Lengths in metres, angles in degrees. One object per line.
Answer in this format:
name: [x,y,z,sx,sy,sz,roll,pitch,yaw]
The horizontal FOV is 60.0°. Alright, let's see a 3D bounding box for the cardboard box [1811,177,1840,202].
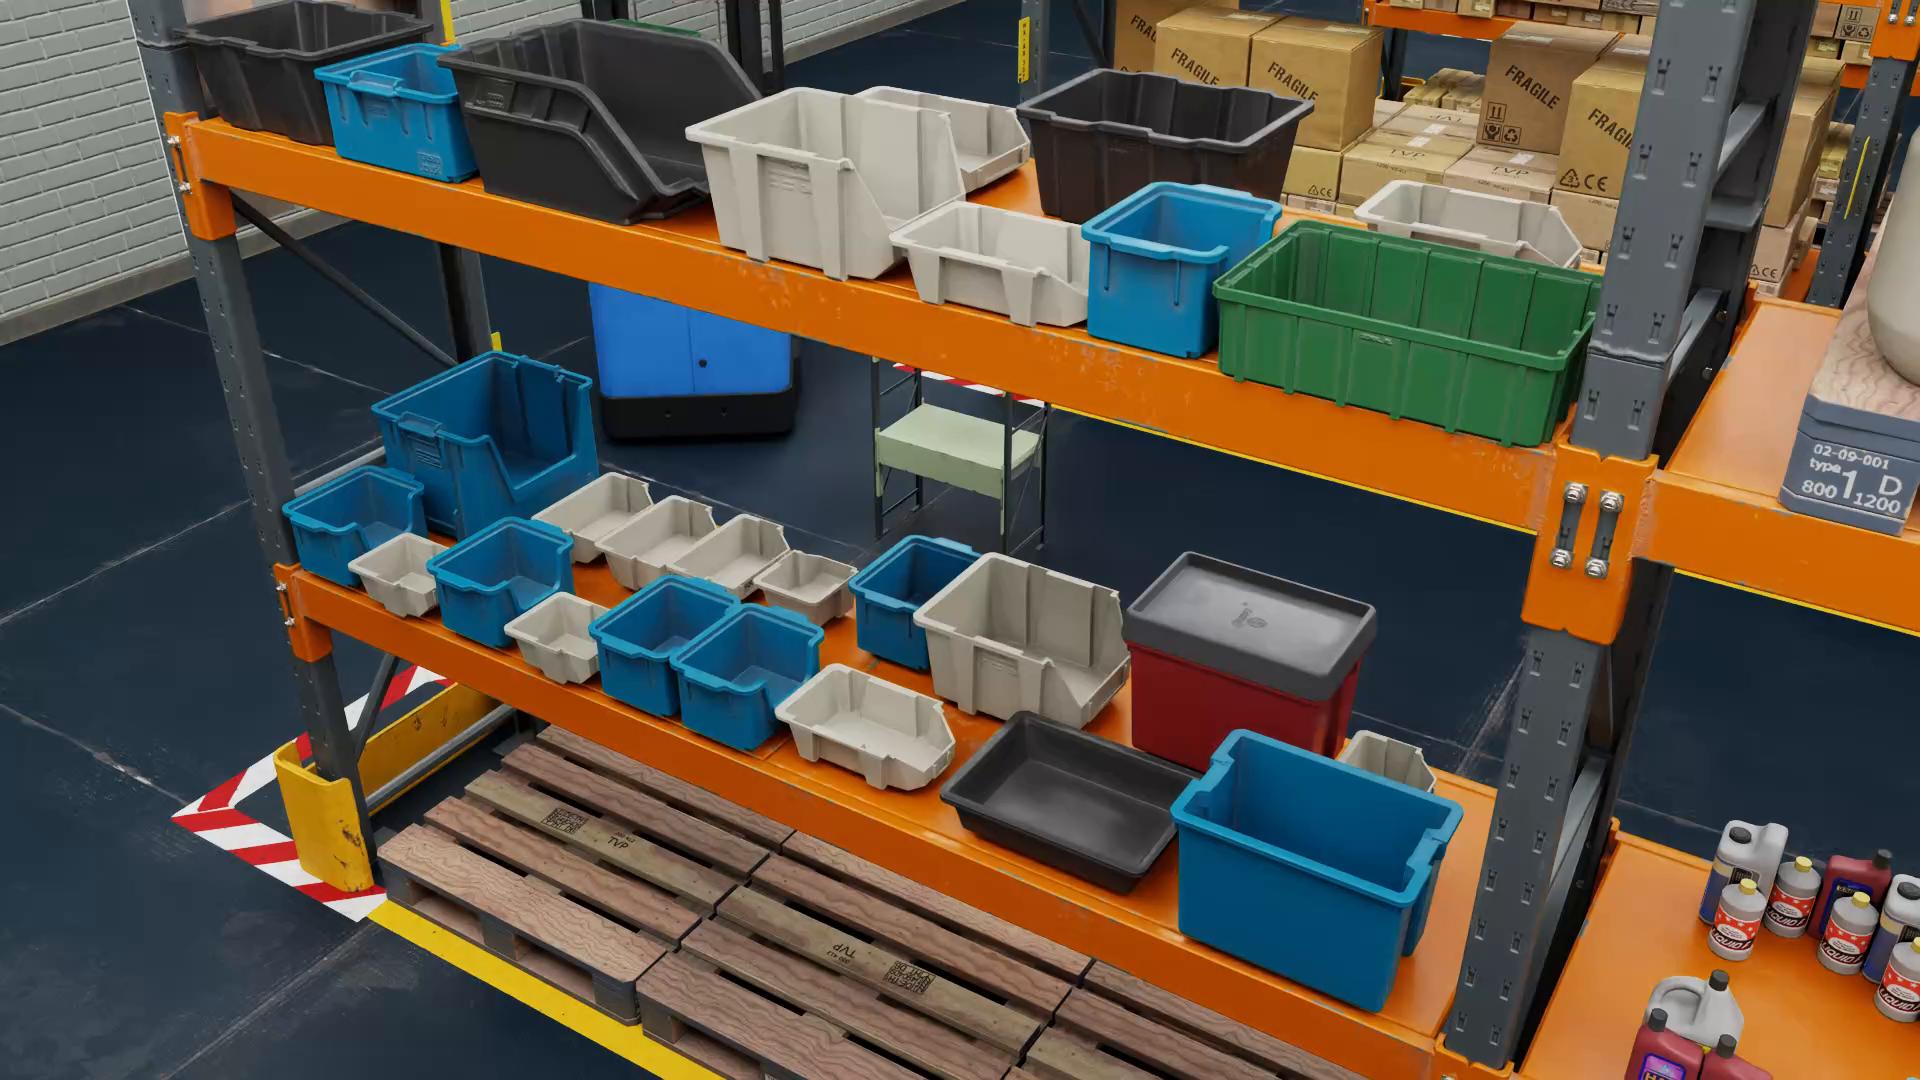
cardboard box: [6.075,-2.519,11.708,0.250,0.149,0.380,16,34,25]

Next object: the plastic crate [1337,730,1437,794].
plastic crate: [1.073,0.682,4.307,0.243,0.136,0.396,18,35,27]

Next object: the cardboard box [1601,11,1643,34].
cardboard box: [4.807,-3.765,11.976,0.250,0.149,0.380,19,35,29]

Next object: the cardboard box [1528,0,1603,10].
cardboard box: [4.467,-4.160,12.010,0.500,0.500,0.500,18,35,28]

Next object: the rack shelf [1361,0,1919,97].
rack shelf: [5.053,-3.649,12.243,4.000,0.370,1.077,18,35,27]

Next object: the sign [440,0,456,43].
sign: [-1.718,-1.782,5.455,0.005,0.325,0.100,18,35,27]

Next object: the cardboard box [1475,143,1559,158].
cardboard box: [2.905,-1.908,8.397,0.500,0.250,0.500,18,35,29]

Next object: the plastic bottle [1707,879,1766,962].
plastic bottle: [1.846,0.891,3.943,0.097,0.201,0.097,0,30,0]

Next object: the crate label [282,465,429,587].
crate label: [-1.963,-0.039,5.447,0.303,0.233,0.416,18,35,27]

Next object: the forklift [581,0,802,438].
forklift: [-1.551,-2.536,9.689,1.130,2.935,3.031,-2,30,-4]

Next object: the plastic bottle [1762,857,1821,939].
plastic bottle: [2.009,0.852,4.010,0.097,0.201,0.097,0,30,0]

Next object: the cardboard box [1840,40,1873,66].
cardboard box: [6.104,-3.315,11.205,0.250,0.149,0.380,17,34,26]

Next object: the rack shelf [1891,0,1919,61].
rack shelf: [5.718,-1.784,6.068,4.000,0.370,1.077,18,35,27]

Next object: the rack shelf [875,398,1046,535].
rack shelf: [0.006,-0.364,8.033,0.720,0.370,0.431,18,35,27]

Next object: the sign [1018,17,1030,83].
sign: [0.336,-2.579,8.756,0.005,0.325,0.100,18,35,27]

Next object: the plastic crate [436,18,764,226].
plastic crate: [-0.849,-1.034,4.131,0.767,0.338,0.504,18,35,27]

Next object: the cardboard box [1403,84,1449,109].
cardboard box: [3.622,-3.418,12.953,0.250,0.149,0.380,16,34,25]

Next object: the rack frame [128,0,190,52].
rack frame: [-1.997,-2.883,4.262,0.127,3.000,1.000,18,35,27]

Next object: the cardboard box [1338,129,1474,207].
cardboard box: [2.211,-1.816,8.240,0.500,0.250,0.500,17,34,26]

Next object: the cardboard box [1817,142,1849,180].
cardboard box: [6.069,-2.667,11.667,0.250,0.149,0.380,18,35,28]

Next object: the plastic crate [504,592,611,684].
plastic crate: [-1.161,0.305,4.952,0.298,0.136,0.250,18,35,27]

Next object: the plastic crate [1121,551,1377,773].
plastic crate: [0.768,0.380,4.500,0.583,0.464,0.402,18,35,27]

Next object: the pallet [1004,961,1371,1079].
pallet: [0.748,1.803,4.949,1.213,0.211,1.003,18,35,27]

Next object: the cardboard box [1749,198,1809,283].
cardboard box: [3.511,-1.405,7.534,0.500,0.250,0.500,17,34,26]

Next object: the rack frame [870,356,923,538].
rack frame: [-0.304,-0.744,8.037,0.023,1.500,0.400,18,35,27]

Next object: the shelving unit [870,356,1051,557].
shelving unit: [0.006,-0.646,7.869,0.755,1.500,0.431,18,35,27]

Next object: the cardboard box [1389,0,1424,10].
cardboard box: [3.459,-4.161,12.655,0.250,0.149,0.380,17,34,27]

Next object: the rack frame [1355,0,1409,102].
rack frame: [3.359,-4.496,12.980,0.127,3.000,1.000,18,35,27]

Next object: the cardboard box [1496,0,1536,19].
cardboard box: [4.188,-4.004,12.386,0.250,0.149,0.380,19,35,30]

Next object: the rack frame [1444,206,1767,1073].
rack frame: [1.391,0.779,3.937,0.127,3.000,1.000,18,35,27]

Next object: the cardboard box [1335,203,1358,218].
cardboard box: [2.065,-1.650,8.351,0.250,0.149,0.380,17,34,26]

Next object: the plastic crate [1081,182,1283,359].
plastic crate: [0.450,-0.552,3.408,0.300,0.233,0.416,18,35,27]

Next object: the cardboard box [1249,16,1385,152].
cardboard box: [1.765,-2.280,8.290,0.500,0.500,0.500,17,34,26]

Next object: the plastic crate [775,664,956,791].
plastic crate: [-0.244,0.529,4.568,0.466,0.136,0.293,18,35,27]

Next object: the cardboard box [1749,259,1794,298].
cardboard box: [3.592,-1.168,7.525,0.250,0.149,0.380,18,35,28]

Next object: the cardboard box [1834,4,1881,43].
cardboard box: [6.187,-3.605,11.058,0.500,0.500,0.500,18,35,27]

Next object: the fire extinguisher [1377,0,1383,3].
fire extinguisher: [3.391,-4.566,13.547,0.183,0.674,0.296,18,35,27]

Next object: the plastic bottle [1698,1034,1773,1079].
plastic bottle: [1.588,1.146,3.425,0.133,0.283,0.061,18,35,27]

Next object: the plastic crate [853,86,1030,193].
plastic crate: [-0.115,-1.026,4.317,0.530,0.136,0.437,18,35,27]

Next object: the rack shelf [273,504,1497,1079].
rack shelf: [-0.303,0.554,5.037,4.000,0.370,1.077,18,35,27]

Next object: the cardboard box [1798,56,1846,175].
cardboard box: [3.754,-1.960,7.742,0.500,0.500,0.500,18,35,27]

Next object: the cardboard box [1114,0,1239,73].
cardboard box: [1.189,-2.775,9.140,0.500,0.500,0.500,18,35,28]

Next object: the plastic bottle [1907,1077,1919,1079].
plastic bottle: [1.941,1.192,3.428,0.097,0.201,0.097,0,30,0]

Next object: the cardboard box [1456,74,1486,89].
cardboard box: [4.124,-3.577,13.227,0.250,0.149,0.380,18,35,28]

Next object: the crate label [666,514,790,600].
crate label: [-0.723,0.085,5.330,0.243,0.136,0.396,18,35,27]
